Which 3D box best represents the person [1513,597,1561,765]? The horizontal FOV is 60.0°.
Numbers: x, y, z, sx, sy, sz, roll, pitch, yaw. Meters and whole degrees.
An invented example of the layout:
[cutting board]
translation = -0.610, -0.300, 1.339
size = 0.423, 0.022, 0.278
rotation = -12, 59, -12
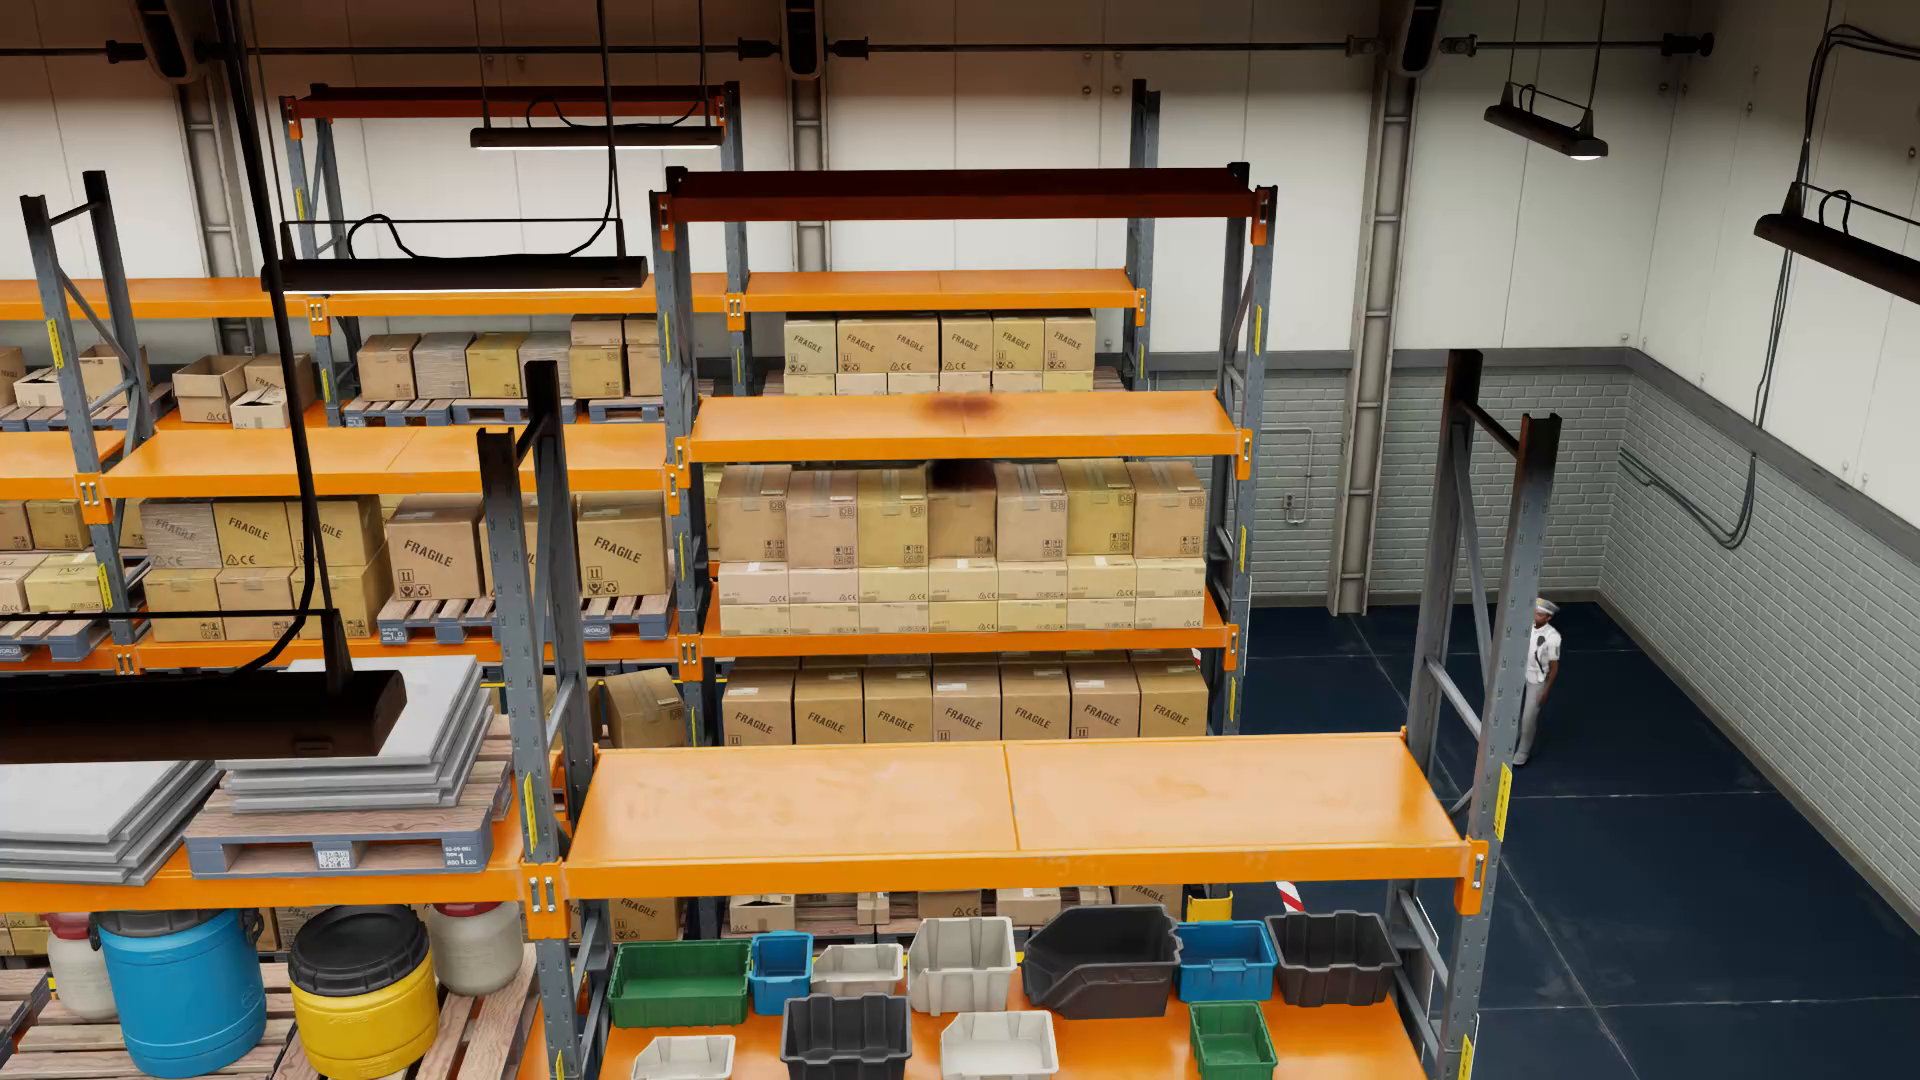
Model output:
[person]
translation = 5.408, 1.300, 15.691
size = 0.464, 1.682, 0.470
rotation = 15, 27, 33
